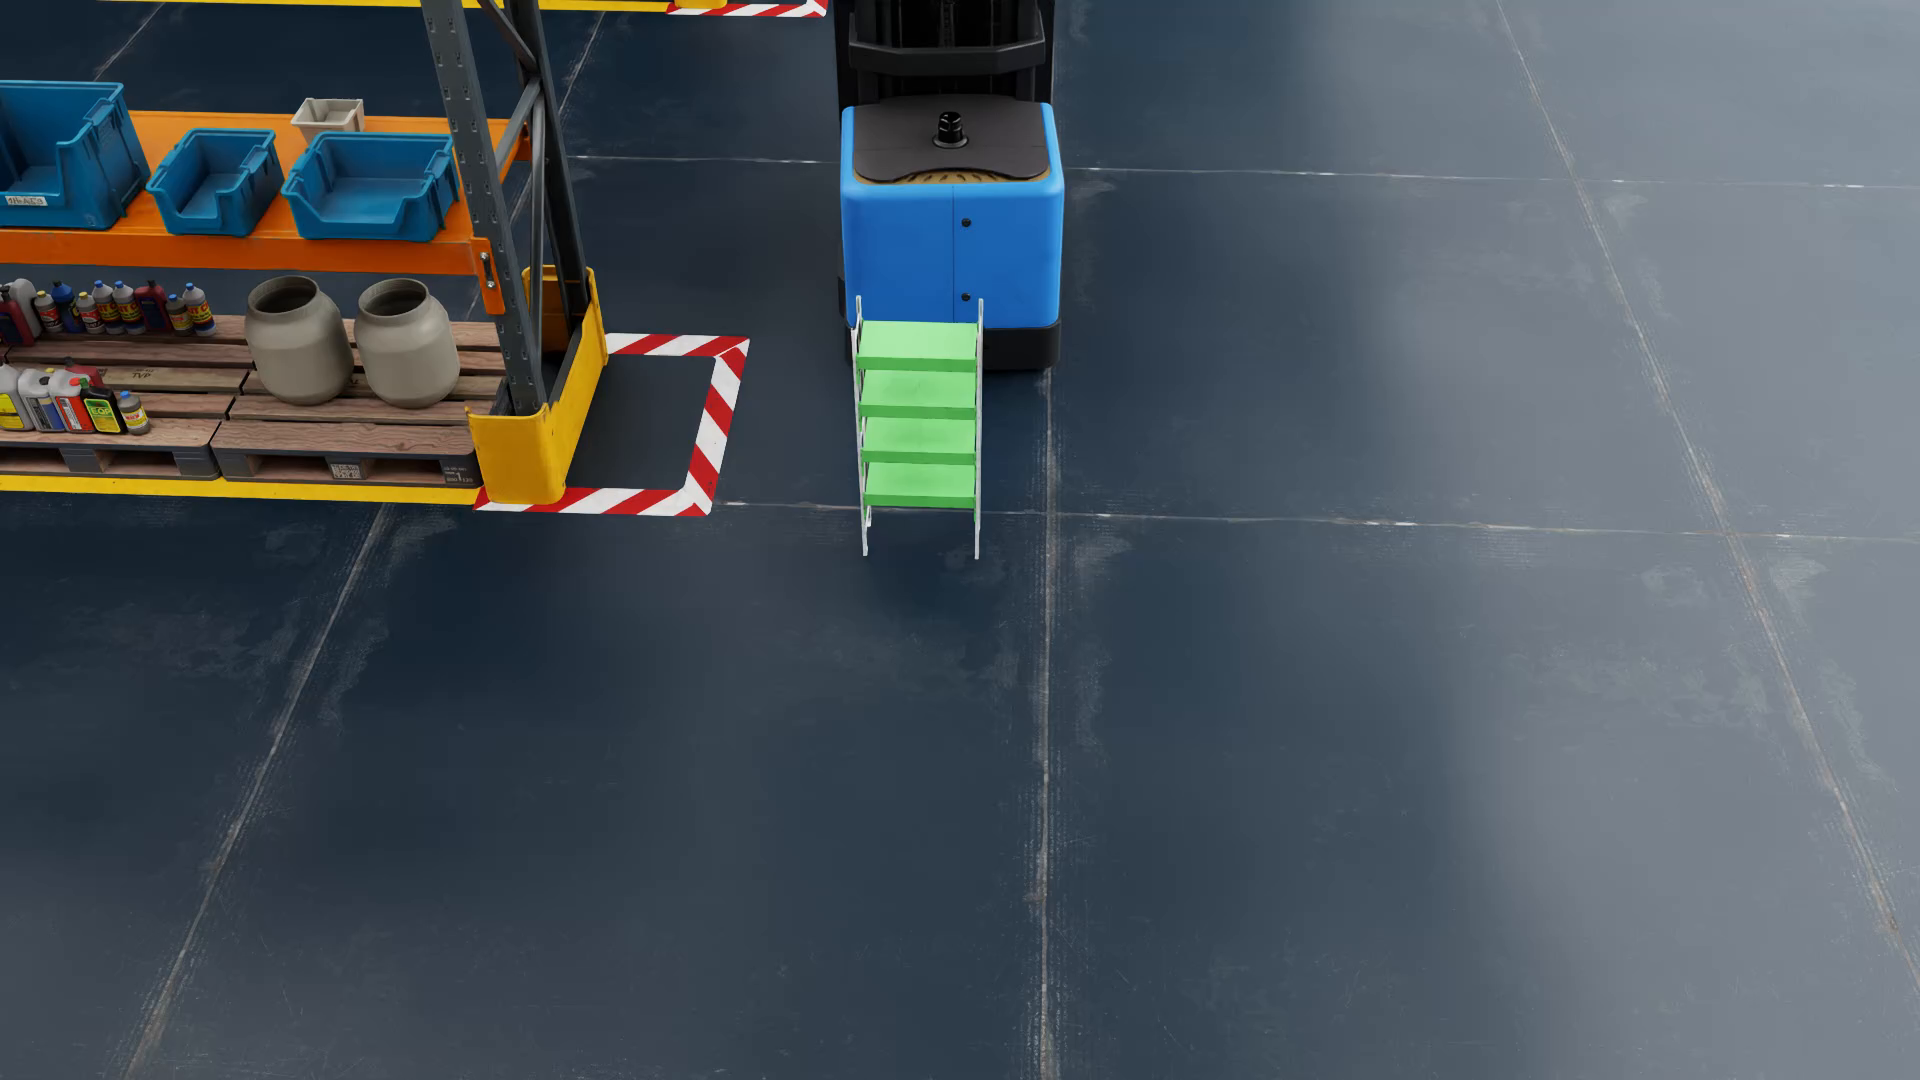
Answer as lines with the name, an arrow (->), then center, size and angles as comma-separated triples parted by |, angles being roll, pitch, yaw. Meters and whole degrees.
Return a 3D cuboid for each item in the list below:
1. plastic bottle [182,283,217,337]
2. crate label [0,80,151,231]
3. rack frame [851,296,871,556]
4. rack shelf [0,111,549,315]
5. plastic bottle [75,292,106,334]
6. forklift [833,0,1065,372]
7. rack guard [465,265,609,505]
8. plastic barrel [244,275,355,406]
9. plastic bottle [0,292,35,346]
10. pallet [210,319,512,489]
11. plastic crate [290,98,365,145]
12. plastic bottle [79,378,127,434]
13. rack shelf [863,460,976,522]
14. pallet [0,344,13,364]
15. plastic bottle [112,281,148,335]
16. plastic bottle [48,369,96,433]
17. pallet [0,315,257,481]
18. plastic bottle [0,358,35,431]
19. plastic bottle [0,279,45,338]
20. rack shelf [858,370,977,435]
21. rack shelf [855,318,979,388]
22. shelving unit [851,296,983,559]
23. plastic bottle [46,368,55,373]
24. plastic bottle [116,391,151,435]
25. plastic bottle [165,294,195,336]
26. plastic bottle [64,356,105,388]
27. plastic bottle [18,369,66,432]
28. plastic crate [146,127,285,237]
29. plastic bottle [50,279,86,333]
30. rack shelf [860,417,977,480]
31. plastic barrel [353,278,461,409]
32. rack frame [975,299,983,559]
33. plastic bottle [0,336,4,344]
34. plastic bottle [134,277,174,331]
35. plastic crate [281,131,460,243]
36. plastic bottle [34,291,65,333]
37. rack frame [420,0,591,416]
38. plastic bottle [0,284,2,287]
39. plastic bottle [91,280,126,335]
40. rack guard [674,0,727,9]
plastic bottle -> -3.672, -1.118, 8.013 | 0.097, 0.271, 0.097 | 0, 43, 0
crate label -> -3.725, -1.572, 6.797 | 0.616, 0.435, 0.502 | 2, 43, 2
rack frame -> -0.409, -0.452, 6.940 | 0.015, 1.200, 0.240 | 2, 43, 2
rack shelf -> -3.872, -1.485, 7.257 | 4.000, 0.370, 1.077 | 2, 43, 2
plastic bottle -> -4.213, -1.109, 8.055 | 0.097, 0.201, 0.097 | 0, 43, 0
forklift -> -0.089, -2.876, 8.272 | 1.130, 2.935, 3.031 | -2, 43, -2
rack guard -> -1.952, -0.743, 7.766 | 0.348, 0.500, 1.175 | 2, 43, 2
plastic barrel -> -3.036, -0.914, 7.633 | 0.421, 0.512, 0.421 | 0, 43, 0
plastic bottle -> -4.542, -1.057, 7.940 | 0.133, 0.283, 0.061 | 2, 43, 2
pallet -> -2.764, -0.666, 7.895 | 1.213, 0.211, 1.003 | 2, 43, 2
plastic crate -> -2.754, -1.837, 7.300 | 0.250, 0.136, 0.298 | 2, 43, 2
plastic bottle -> -3.846, -0.603, 7.452 | 0.133, 0.283, 0.061 | 3, 43, 3
rack shelf -> -0.165, -0.222, 7.139 | 0.480, 0.148, 0.258 | 2, 43, 2
pallet -> -5.201, -0.741, 7.975 | 1.213, 0.211, 1.003 | 2, 43, 2
plastic bottle -> -4.014, -1.128, 8.025 | 0.097, 0.271, 0.097 | 0, 43, 0
plastic bottle -> -3.979, -0.636, 7.493 | 0.135, 0.276, 0.152 | 2, 43, 2
pallet -> -3.979, -0.705, 7.937 | 1.213, 0.211, 1.003 | 2, 43, 2
plastic bottle -> -4.284, -0.670, 7.474 | 0.185, 0.351, 0.144 | 3, 43, 4
plastic bottle -> -4.537, -1.127, 8.020 | 0.135, 0.276, 0.152 | 2, 43, 3
rack shelf -> -0.165, -0.573, 6.812 | 0.480, 0.148, 0.258 | 2, 43, 2
rack shelf -> -0.165, -0.749, 6.648 | 0.480, 0.148, 0.258 | 2, 43, 2
shelving unit -> -0.165, -0.444, 6.932 | 0.503, 1.200, 0.258 | 2, 43, 2
plastic bottle -> -4.131, -0.698, 7.614 | 0.097, 0.201, 0.097 | 0, 43, 0
plastic bottle -> -3.729, -0.582, 7.490 | 0.097, 0.201, 0.097 | 0, 43, 0
plastic bottle -> -3.775, -1.095, 8.041 | 0.097, 0.201, 0.097 | 0, 43, 0
plastic bottle -> -3.975, -0.711, 7.568 | 0.133, 0.283, 0.061 | 2, 43, 2
plastic bottle -> -4.118, -0.640, 7.497 | 0.135, 0.276, 0.152 | 1, 43, 1
plastic crate -> -3.036, -1.468, 6.820 | 0.408, 0.251, 0.499 | 2, 43, 2
plastic bottle -> -4.316, -1.137, 8.035 | 0.097, 0.271, 0.097 | 0, 43, 0
rack shelf -> -0.165, -0.397, 6.975 | 0.480, 0.148, 0.258 | 2, 43, 2
plastic barrel -> -2.535, -0.899, 7.616 | 0.421, 0.512, 0.421 | 0, 43, 0
rack frame -> 0.078, -0.437, 6.924 | 0.015, 1.200, 0.240 | 2, 43, 2
plastic bottle -> -4.679, -1.067, 7.950 | 0.133, 0.283, 0.061 | 2, 43, 2
plastic bottle -> -3.897, -1.141, 8.030 | 0.133, 0.283, 0.061 | 2, 43, 3
plastic crate -> -2.388, -1.444, 6.794 | 0.616, 0.251, 0.499 | 2, 43, 2
plastic bottle -> -4.418, -1.115, 8.062 | 0.097, 0.201, 0.097 | 0, 43, 0
rack frame -> -1.874, -1.687, 6.946 | 0.127, 3.000, 1.000 | 2, 43, 2
plastic bottle -> -4.700, -1.162, 8.003 | 0.185, 0.351, 0.144 | 2, 43, 2
plastic bottle -> -4.114, -1.131, 8.028 | 0.097, 0.271, 0.097 | 0, 43, 0
rack guard -> -1.727, -4.147, 11.421 | 0.348, 0.500, 1.175 | 2, 43, 2
